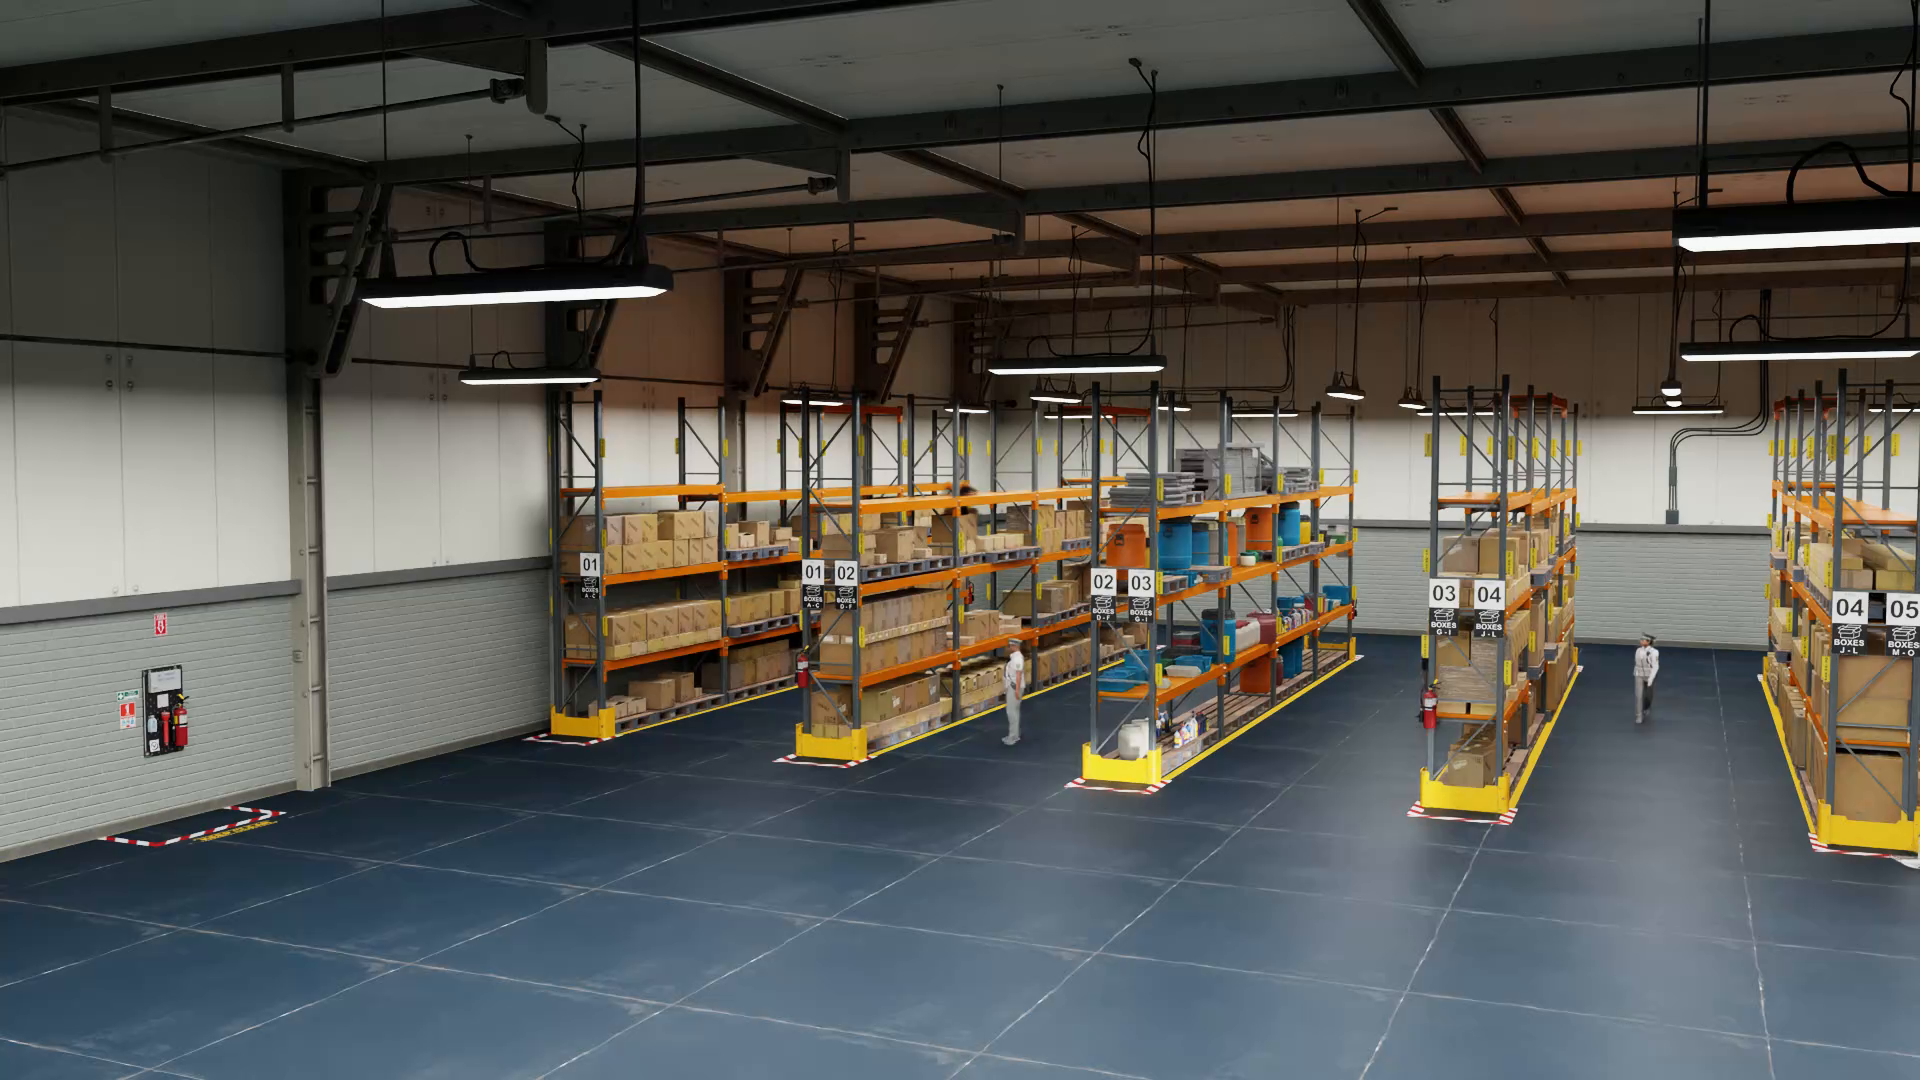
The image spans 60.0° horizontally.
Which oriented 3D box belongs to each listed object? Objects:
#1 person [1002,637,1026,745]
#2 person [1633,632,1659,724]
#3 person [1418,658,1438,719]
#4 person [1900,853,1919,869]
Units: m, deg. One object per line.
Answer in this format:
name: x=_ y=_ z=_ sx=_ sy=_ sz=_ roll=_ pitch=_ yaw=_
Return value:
person: x=0.917 y=2.572 z=28.344 sx=0.406 sy=1.805 sz=0.656 roll=0 pitch=3 yaw=1
person: x=12.527 y=2.498 z=30.394 sx=0.420 sy=1.638 sz=0.975 roll=1 pitch=3 yaw=18
person: x=8.718 y=2.447 z=30.724 sx=0.449 sy=1.718 sz=0.537 roll=1 pitch=3 yaw=23
person: x=11.711 y=3.049 z=19.513 sx=1.121 sy=1.741 sz=0.540 roll=0 pitch=3 yaw=-3
